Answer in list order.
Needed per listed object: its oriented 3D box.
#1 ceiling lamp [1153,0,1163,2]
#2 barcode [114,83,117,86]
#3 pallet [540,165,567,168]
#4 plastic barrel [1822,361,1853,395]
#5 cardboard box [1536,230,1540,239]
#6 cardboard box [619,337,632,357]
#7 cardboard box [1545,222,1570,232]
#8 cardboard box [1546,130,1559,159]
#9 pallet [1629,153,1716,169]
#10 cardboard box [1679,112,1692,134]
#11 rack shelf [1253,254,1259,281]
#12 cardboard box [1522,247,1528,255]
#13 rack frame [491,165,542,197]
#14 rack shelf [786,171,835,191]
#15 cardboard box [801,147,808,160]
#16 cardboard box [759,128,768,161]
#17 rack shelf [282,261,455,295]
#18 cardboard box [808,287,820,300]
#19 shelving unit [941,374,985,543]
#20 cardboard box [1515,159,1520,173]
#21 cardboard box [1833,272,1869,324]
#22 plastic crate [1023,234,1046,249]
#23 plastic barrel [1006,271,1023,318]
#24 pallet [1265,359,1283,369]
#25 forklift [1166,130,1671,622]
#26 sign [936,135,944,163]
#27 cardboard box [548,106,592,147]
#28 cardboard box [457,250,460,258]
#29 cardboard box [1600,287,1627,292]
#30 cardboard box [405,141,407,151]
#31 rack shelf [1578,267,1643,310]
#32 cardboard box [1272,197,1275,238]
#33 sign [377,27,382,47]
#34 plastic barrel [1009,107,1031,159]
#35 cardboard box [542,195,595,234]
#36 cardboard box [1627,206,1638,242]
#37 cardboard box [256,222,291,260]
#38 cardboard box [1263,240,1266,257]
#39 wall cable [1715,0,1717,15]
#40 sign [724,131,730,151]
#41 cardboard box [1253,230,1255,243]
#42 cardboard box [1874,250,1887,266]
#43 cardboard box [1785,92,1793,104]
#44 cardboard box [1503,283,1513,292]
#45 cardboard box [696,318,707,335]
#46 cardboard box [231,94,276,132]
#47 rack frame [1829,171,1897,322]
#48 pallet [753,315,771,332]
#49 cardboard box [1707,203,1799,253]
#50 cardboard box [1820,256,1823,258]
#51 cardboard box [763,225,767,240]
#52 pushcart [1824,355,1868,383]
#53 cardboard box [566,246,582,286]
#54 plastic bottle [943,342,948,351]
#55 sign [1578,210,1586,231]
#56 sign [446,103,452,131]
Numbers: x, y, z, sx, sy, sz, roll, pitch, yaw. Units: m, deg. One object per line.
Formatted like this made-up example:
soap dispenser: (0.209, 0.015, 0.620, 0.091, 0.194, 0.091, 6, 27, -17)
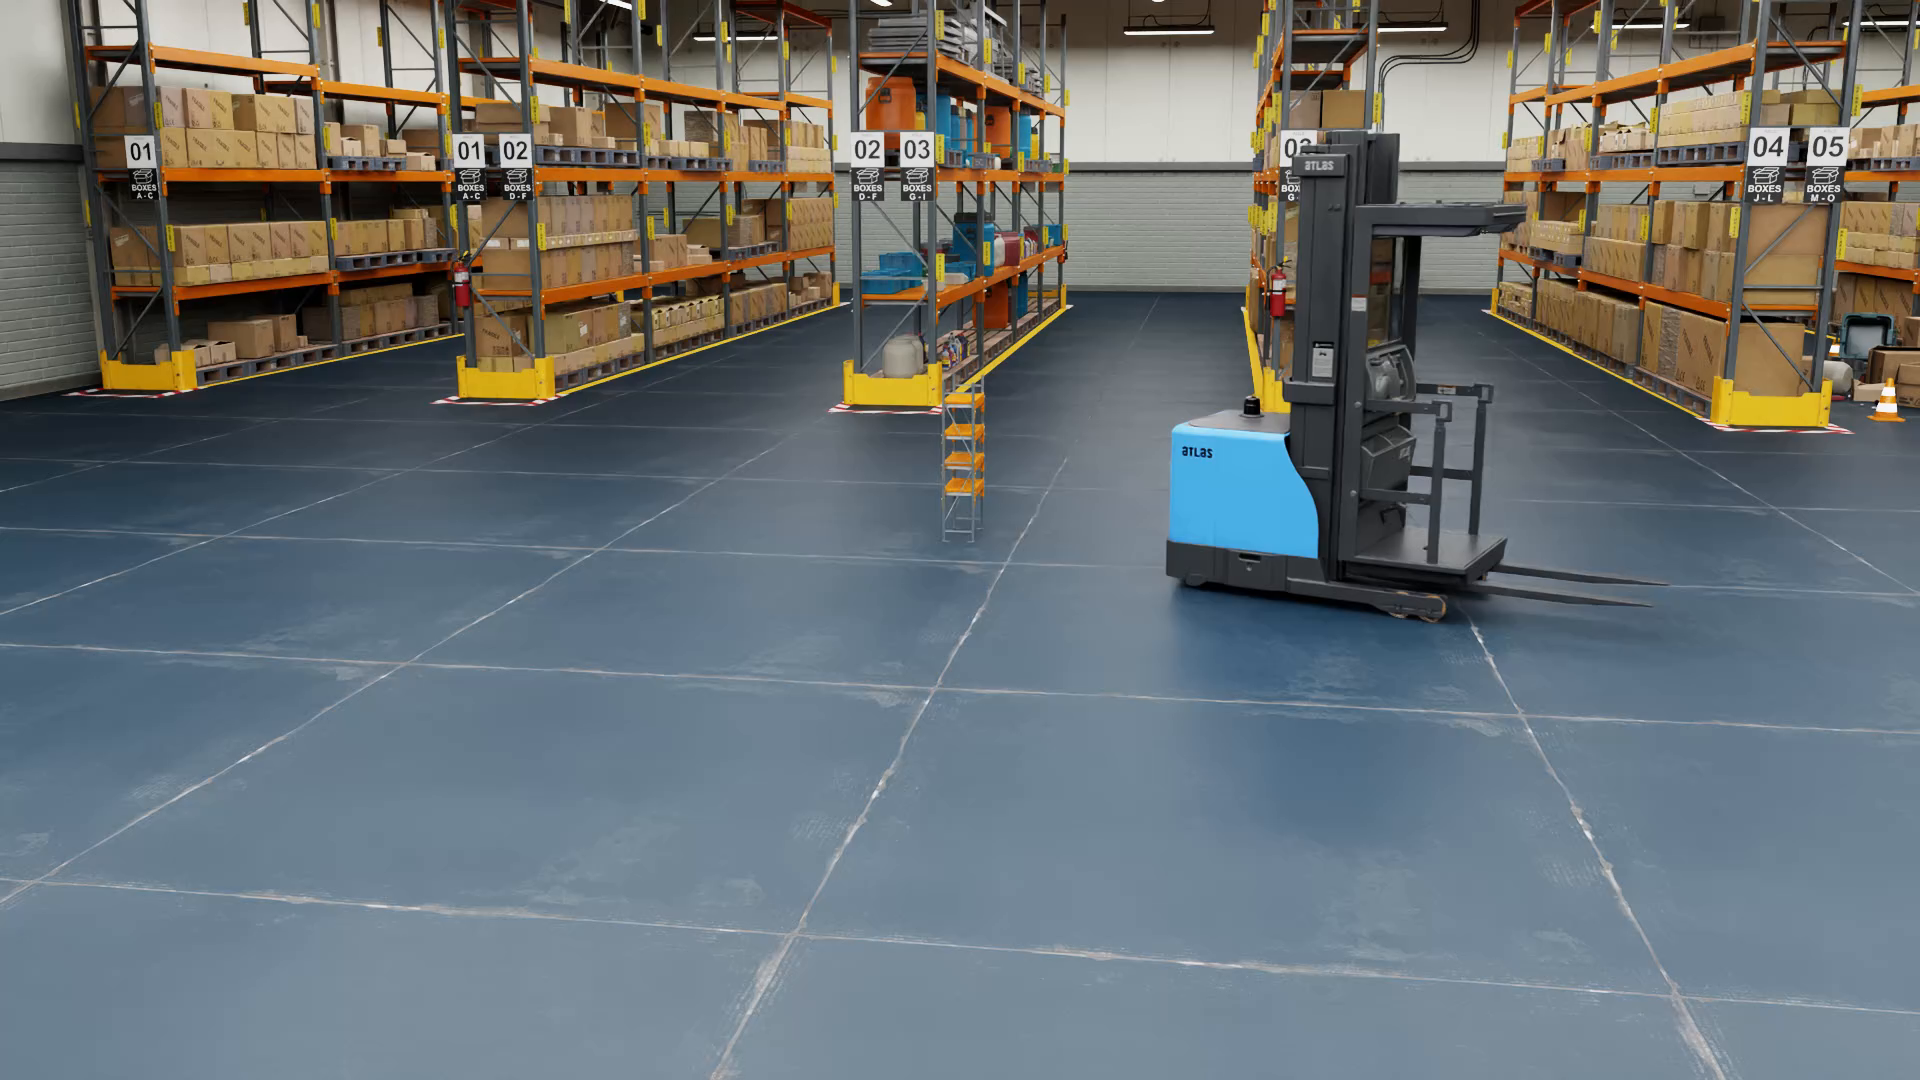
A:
ceiling lamp: (3.455, -9.601, 29.291, 0.237, 0.041, 1.941, 2, 12, 9)
barcode: (-10.952, -5.892, 21.560, 0.001, 0.075, 0.075, 2, 12, 9)
pallet: (-8.585, -7.522, 33.367, 1.003, 0.211, 1.213, 2, 12, 9)
plastic barrel: (10.958, -2.055, 21.025, 0.421, 0.421, 0.512, -10, 16, -40)
cardboard box: (10.255, -5.319, 28.947, 0.380, 0.149, 0.250, 2, 12, 10)
cardboard box: (-4.999, -2.758, 23.699, 0.500, 0.250, 0.500, 2, 12, 9)
cardboard box: (10.134, -5.303, 28.166, 0.380, 0.149, 0.250, 2, 12, 11)
cardboard box: (10.680, -6.911, 29.087, 0.700, 0.500, 0.500, 2, 12, 9)
pallet: (9.709, -5.166, 22.677, 0.805, 0.209, 1.217, 1, 12, 6)
cardboard box: (9.112, -5.090, 20.288, 0.500, 0.250, 0.500, 2, 12, 8)
rack shelf: (5.654, -4.679, 28.795, 1.077, 0.370, 4.000, 2, 12, 9)
cardboard box: (10.768, -5.431, 31.171, 0.380, 0.149, 0.250, 1, 12, 6)
rack frame: (-8.722, -5.929, 32.885, 1.000, 3.000, 0.127, 2, 12, 9)
rack shelf: (-3.519, -7.300, 33.835, 1.077, 0.370, 4.000, 2, 12, 9)
cardboard box: (-3.342, -7.708, 33.187, 0.500, 0.250, 0.500, 2, 12, 9)
cardboard box: (-3.976, -7.436, 31.287, 0.600, 0.600, 0.600, 1, 12, 3)
rack shelf: (-9.644, -4.328, 27.165, 1.077, 0.370, 4.000, 2, 12, 9)
cardboard box: (-3.227, -5.155, 34.775, 0.500, 0.250, 0.500, 2, 12, 9)
shelving unit: (0.025, -0.621, 12.527, 0.258, 1.200, 0.503, 2, 12, 9)
cardboard box: (10.989, -7.189, 31.968, 0.500, 0.250, 0.500, 1, 12, 7)
cardboard box: (15.737, -4.161, 28.729, 0.875, 0.875, 0.875, 2, 12, 10)
plastic crate: (1.485, -5.891, 32.849, 0.437, 0.282, 0.530, 2, 12, 9)
plastic barrel: (0.858, -4.527, 30.365, 0.600, 0.901, 0.708, 2, 12, 9)
pallet: (4.663, -2.278, 22.563, 1.003, 0.211, 1.213, 2, 12, 9)
forklift: (2.901, -1.057, 10.441, 3.031, 2.935, 1.130, 7, 14, 30)
sign: (-0.235, -4.562, 19.400, 0.100, 0.325, 0.005, 2, 12, 9)
cardboard box: (-5.146, -5.397, 21.730, 0.500, 0.500, 0.500, 2, 12, 9)
cardboard box: (-9.057, -5.044, 29.329, 0.380, 0.149, 0.250, 2, 12, 8)
cardboard box: (10.577, -3.919, 26.713, 0.500, 0.250, 0.500, 1, 12, 6)
cardboard box: (-9.675, -6.479, 28.031, 0.500, 0.500, 0.500, 2, 12, 9)
rack shelf: (9.924, -3.665, 24.088, 1.077, 0.370, 4.000, 2, 12, 9)
cardboard box: (4.107, -3.963, 20.447, 0.500, 0.500, 0.500, 2, 12, 9)
sign: (-9.886, -8.580, 28.354, 0.100, 0.325, 0.005, 2, 12, 9)
plastic barrel: (0.956, -7.164, 29.311, 0.600, 0.901, 0.708, 2, 12, 9)
cardboard box: (-5.350, -4.381, 22.385, 0.700, 0.500, 0.500, 2, 12, 9)
cardboard box: (9.842, -4.454, 23.430, 0.700, 0.500, 0.500, 2, 12, 9)
cardboard box: (-9.878, -4.250, 23.621, 0.500, 0.500, 0.500, 2, 12, 7)
cardboard box: (4.861, -4.405, 25.174, 0.500, 0.250, 0.500, 2, 12, 7)
wall cable: (15.930, -13.344, 37.389, 2.355, 3.000, 0.029, 2, 12, 9)
sign: (-3.894, -6.675, 27.810, 0.100, 0.325, 0.005, 2, 12, 9)
cardboard box: (6.007, -5.939, 32.583, 0.500, 0.250, 0.500, 2, 12, 8)
cardboard box: (15.116, -4.545, 26.820, 0.500, 0.250, 0.500, 2, 12, 8)
cardboard box: (9.446, -4.920, 18.551, 0.380, 0.149, 0.250, 2, 12, 8)
cardboard box: (10.957, -4.993, 32.901, 0.380, 0.149, 0.250, 2, 12, 8)
cardboard box: (-4.437, -3.468, 26.997, 0.500, 0.250, 0.500, 2, 12, 10)
cardboard box: (-9.905, -5.941, 23.162, 0.500, 0.500, 0.500, 1, 12, 7)
rack frame: (15.754, -5.126, 29.161, 1.000, 3.000, 0.127, 2, 12, 9)
pallet: (-4.099, -3.981, 30.464, 1.003, 0.211, 1.213, 2, 12, 9)
cardboard box: (9.090, -3.562, 18.984, 0.875, 0.550, 0.550, 2, 12, 9)
cardboard box: (15.573, -5.280, 29.637, 0.500, 0.500, 0.500, 2, 12, 9)
cardboard box: (-4.003, -5.930, 32.654, 0.500, 0.500, 0.500, 2, 12, 10)
pushcart: (12.263, -2.243, 22.004, 1.648, 0.377, 0.936, -2, 12, -11)
cardboard box: (-5.429, -3.630, 21.978, 0.700, 0.500, 0.500, 2, 12, 9)
plastic bottle: (-0.190, -2.549, 22.604, 0.061, 0.283, 0.133, 2, 12, 9)
sign: (9.694, -4.976, 25.902, 0.100, 0.325, 0.005, 2, 12, 9)
sign: (-6.206, -5.152, 20.247, 0.100, 0.325, 0.005, 2, 12, 9)
